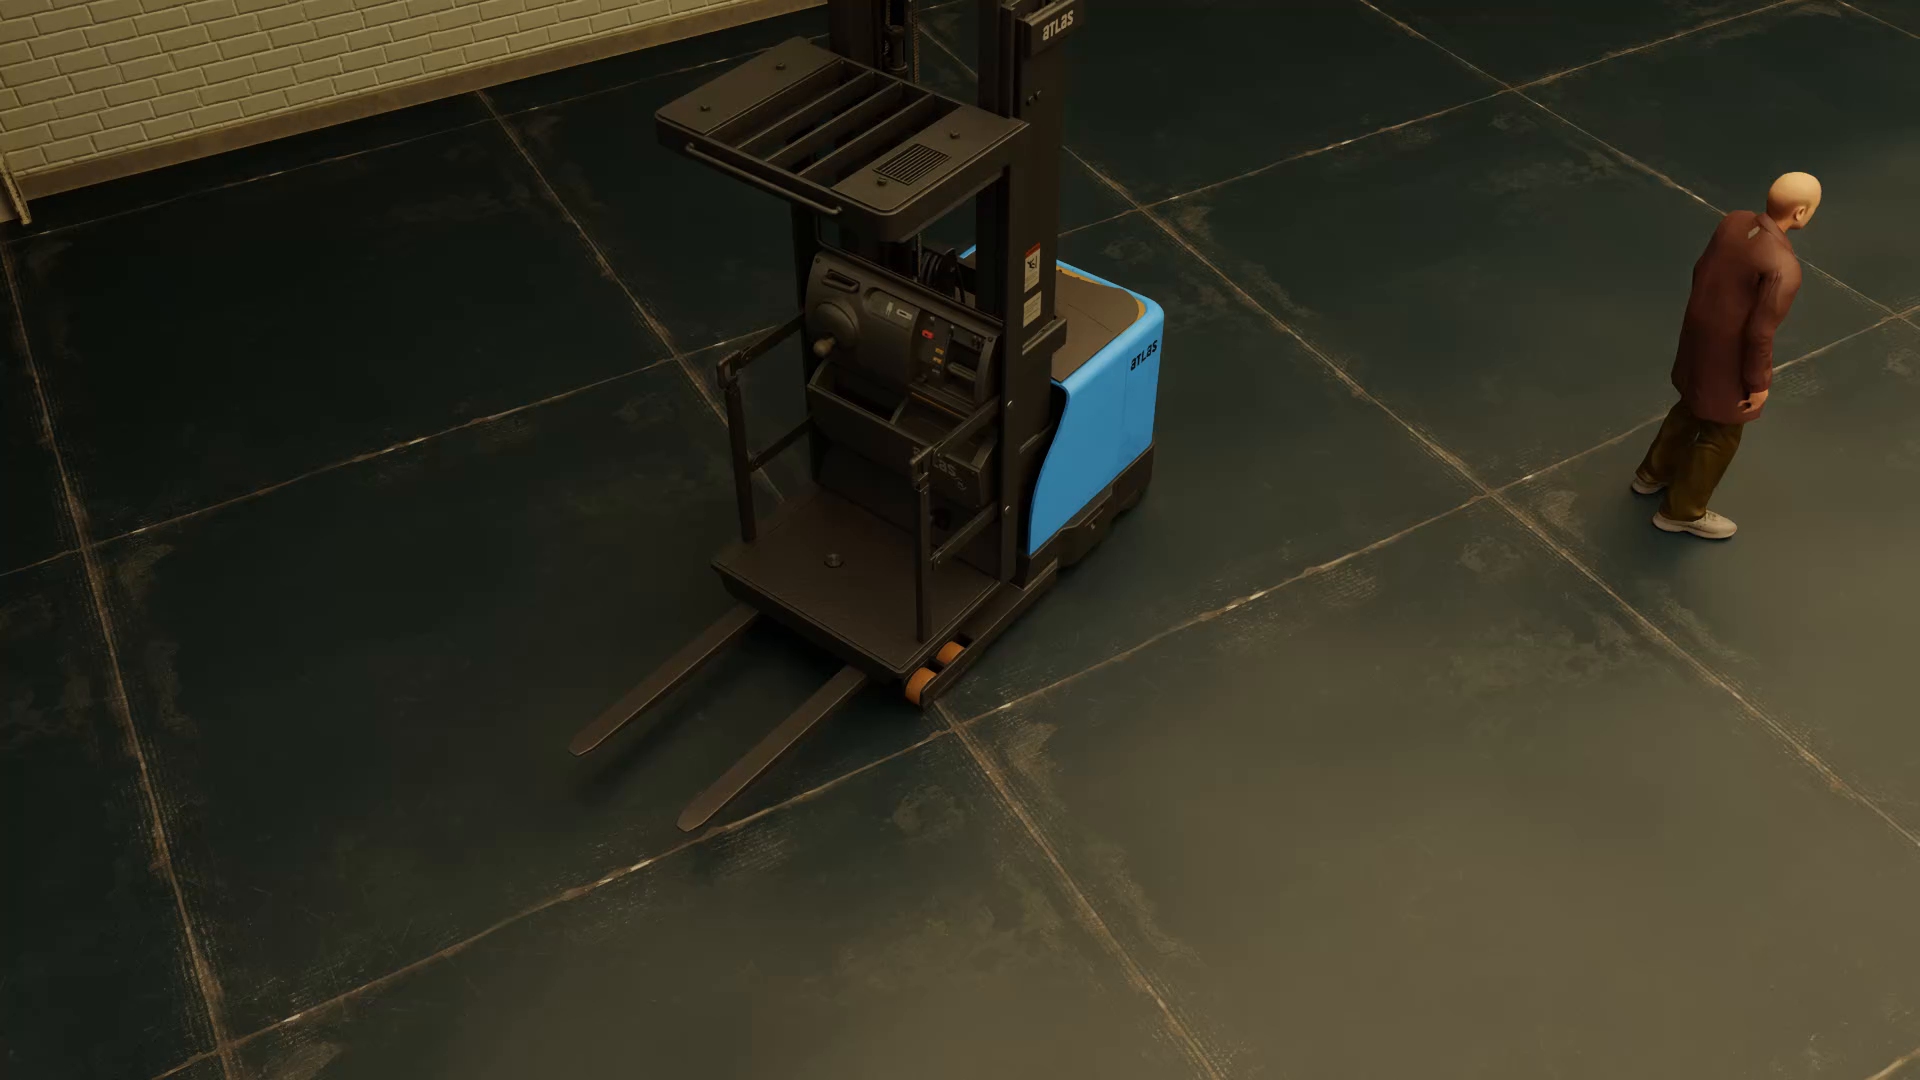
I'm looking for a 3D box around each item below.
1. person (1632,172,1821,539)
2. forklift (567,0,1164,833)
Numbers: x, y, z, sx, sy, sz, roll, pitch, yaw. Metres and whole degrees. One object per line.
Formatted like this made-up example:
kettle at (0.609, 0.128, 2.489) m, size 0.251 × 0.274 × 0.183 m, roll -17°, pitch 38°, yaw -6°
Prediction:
person at (3.443, -0.841, 7.457) m, size 0.436 × 1.772 × 0.644 m, roll -4°, pitch 43°, yaw -4°
forklift at (-0.375, -0.749, 6.505) m, size 1.130 × 2.935 × 3.031 m, roll 28°, pitch 50°, yaw 27°
